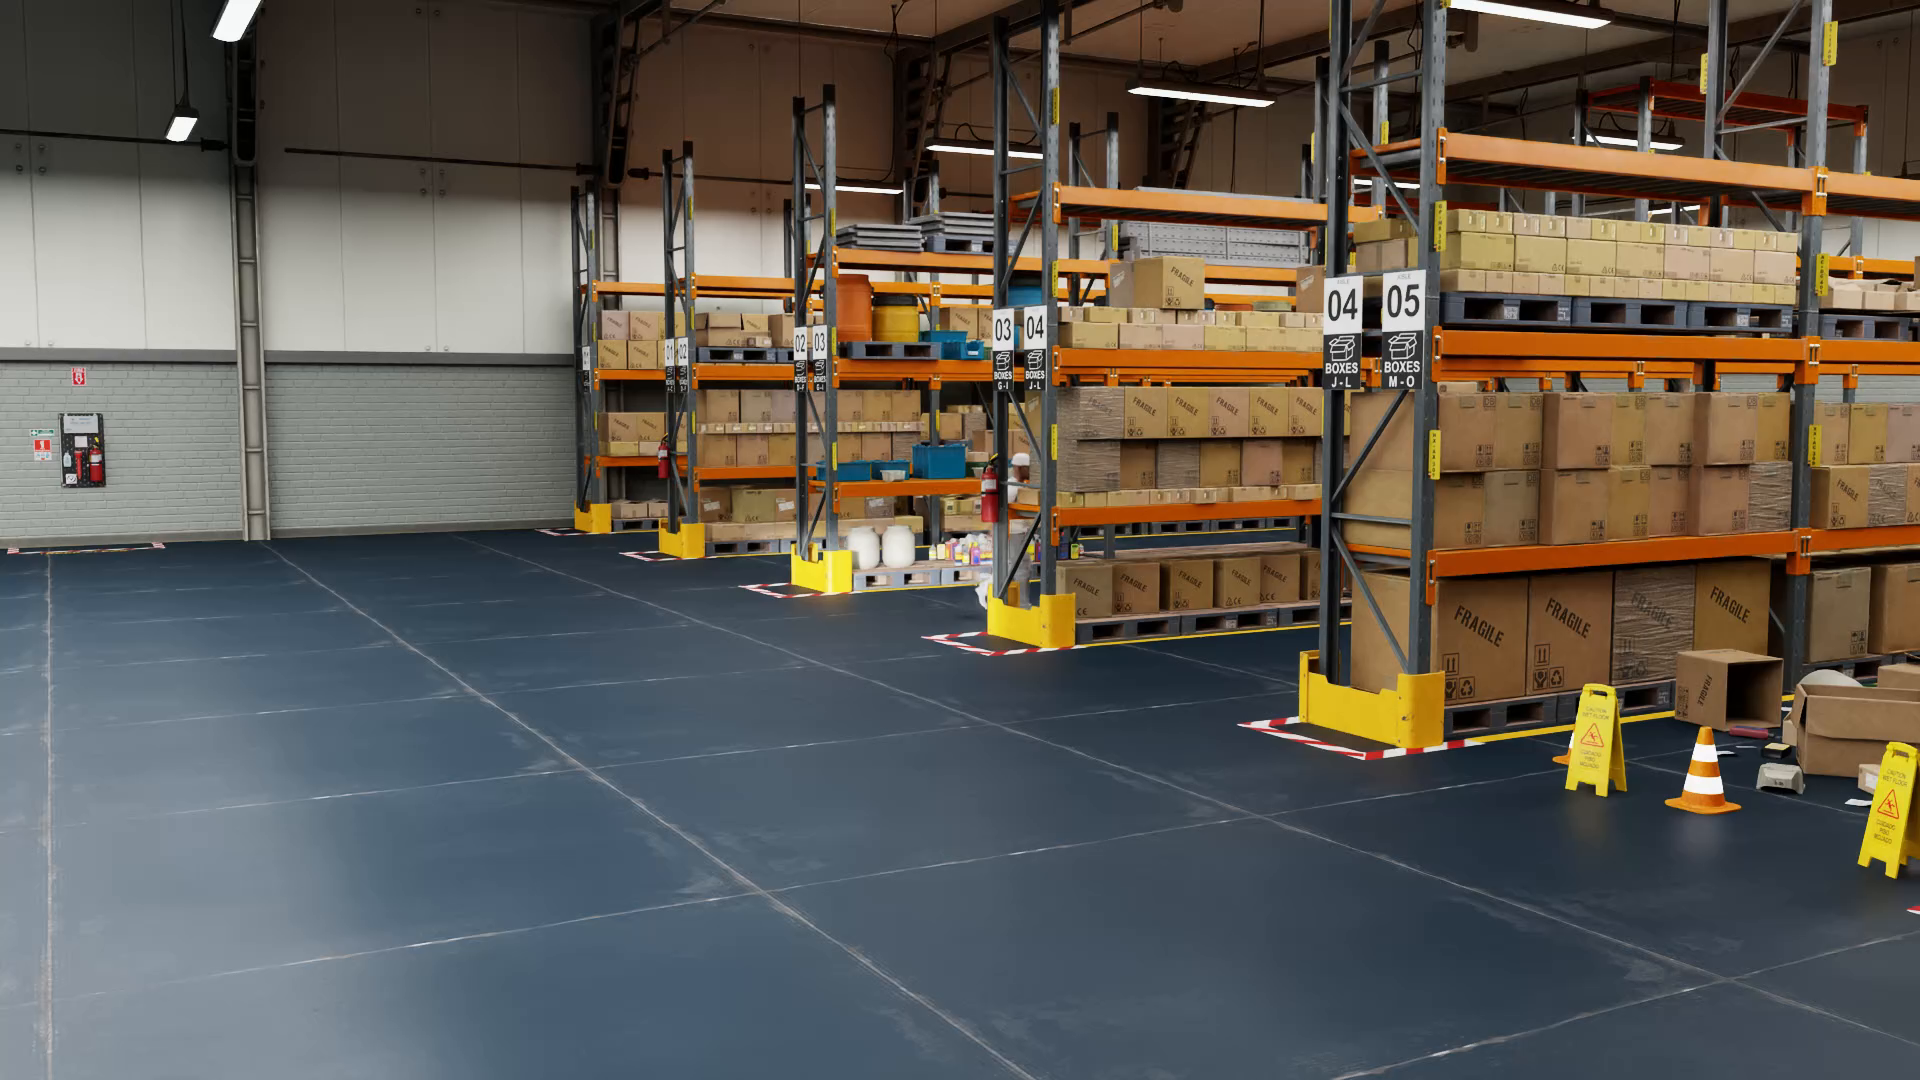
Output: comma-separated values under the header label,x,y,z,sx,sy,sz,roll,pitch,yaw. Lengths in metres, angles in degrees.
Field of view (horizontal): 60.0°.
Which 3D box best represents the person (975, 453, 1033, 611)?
label,x,y,z,sx,sy,sz,roll,pitch,yaw
person,0.557,-0.063,17.824,0.805,1.749,0.642,1,5,14
